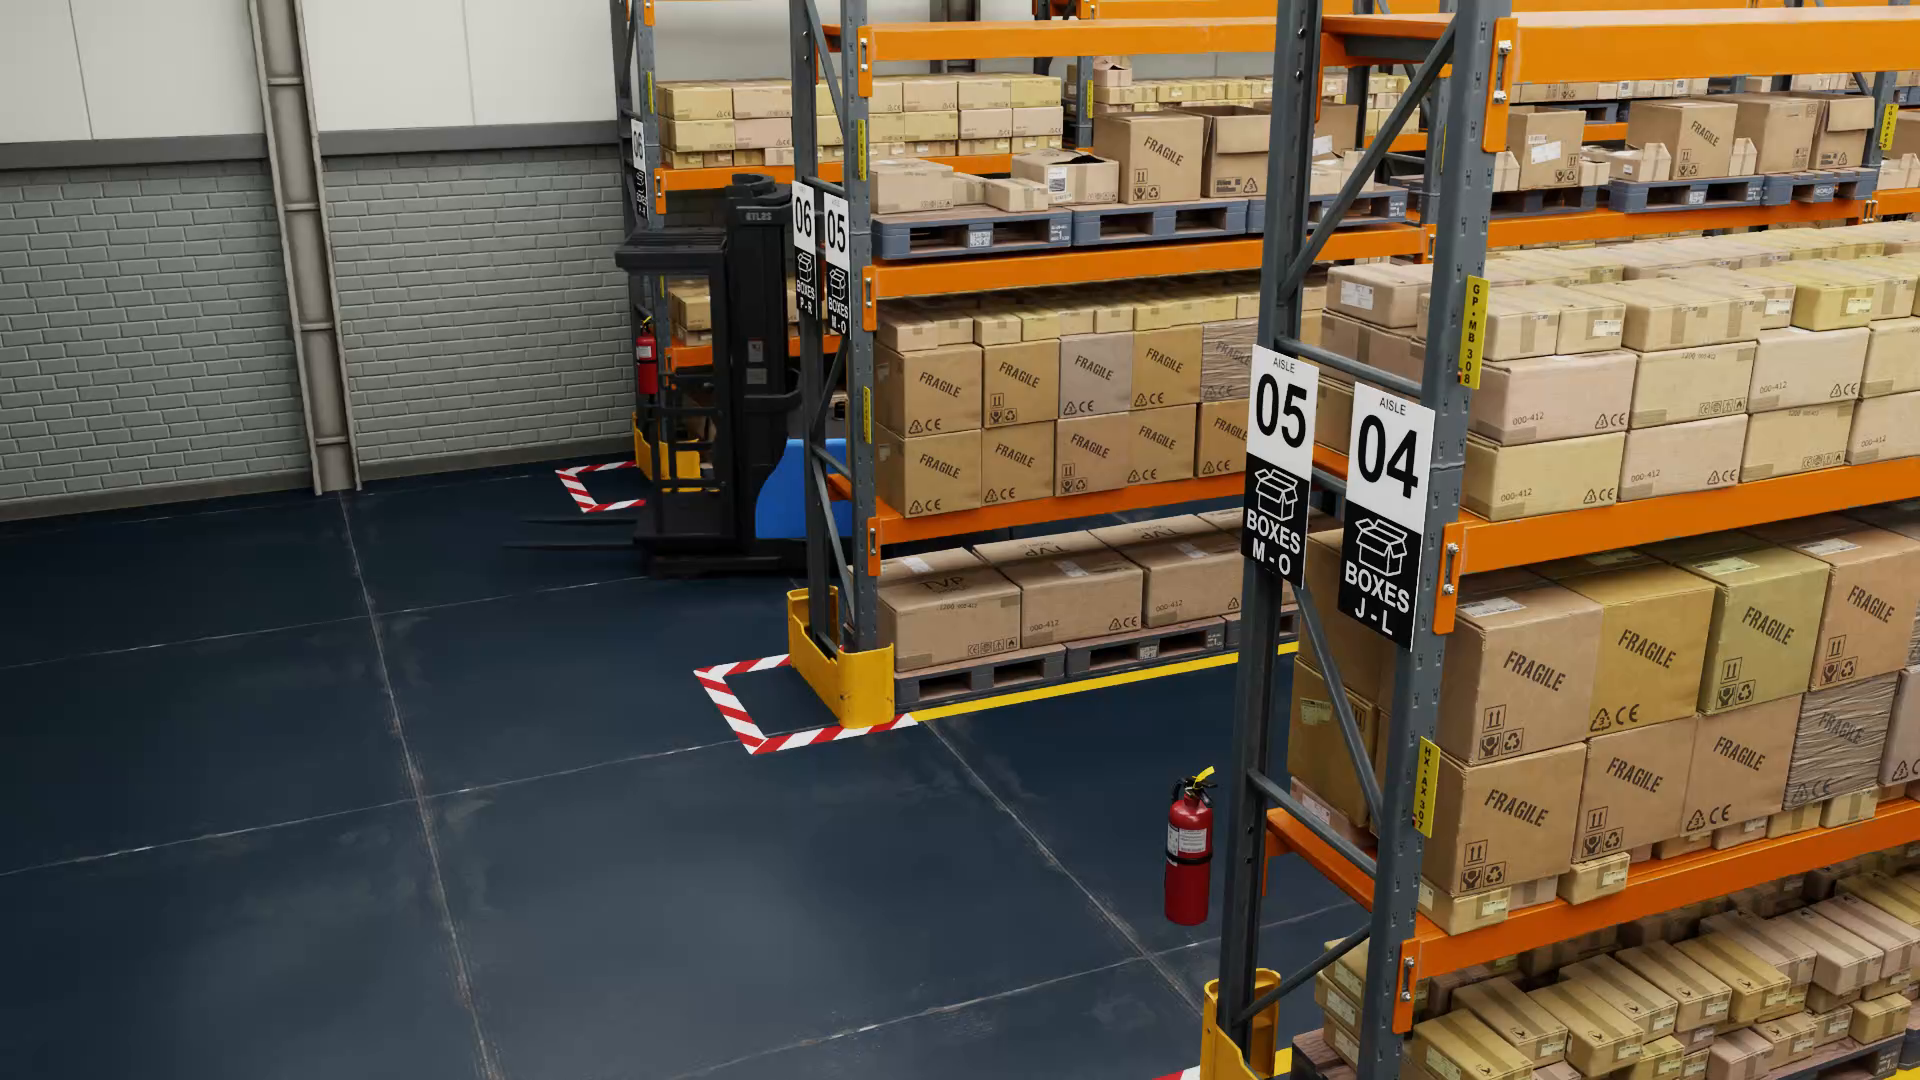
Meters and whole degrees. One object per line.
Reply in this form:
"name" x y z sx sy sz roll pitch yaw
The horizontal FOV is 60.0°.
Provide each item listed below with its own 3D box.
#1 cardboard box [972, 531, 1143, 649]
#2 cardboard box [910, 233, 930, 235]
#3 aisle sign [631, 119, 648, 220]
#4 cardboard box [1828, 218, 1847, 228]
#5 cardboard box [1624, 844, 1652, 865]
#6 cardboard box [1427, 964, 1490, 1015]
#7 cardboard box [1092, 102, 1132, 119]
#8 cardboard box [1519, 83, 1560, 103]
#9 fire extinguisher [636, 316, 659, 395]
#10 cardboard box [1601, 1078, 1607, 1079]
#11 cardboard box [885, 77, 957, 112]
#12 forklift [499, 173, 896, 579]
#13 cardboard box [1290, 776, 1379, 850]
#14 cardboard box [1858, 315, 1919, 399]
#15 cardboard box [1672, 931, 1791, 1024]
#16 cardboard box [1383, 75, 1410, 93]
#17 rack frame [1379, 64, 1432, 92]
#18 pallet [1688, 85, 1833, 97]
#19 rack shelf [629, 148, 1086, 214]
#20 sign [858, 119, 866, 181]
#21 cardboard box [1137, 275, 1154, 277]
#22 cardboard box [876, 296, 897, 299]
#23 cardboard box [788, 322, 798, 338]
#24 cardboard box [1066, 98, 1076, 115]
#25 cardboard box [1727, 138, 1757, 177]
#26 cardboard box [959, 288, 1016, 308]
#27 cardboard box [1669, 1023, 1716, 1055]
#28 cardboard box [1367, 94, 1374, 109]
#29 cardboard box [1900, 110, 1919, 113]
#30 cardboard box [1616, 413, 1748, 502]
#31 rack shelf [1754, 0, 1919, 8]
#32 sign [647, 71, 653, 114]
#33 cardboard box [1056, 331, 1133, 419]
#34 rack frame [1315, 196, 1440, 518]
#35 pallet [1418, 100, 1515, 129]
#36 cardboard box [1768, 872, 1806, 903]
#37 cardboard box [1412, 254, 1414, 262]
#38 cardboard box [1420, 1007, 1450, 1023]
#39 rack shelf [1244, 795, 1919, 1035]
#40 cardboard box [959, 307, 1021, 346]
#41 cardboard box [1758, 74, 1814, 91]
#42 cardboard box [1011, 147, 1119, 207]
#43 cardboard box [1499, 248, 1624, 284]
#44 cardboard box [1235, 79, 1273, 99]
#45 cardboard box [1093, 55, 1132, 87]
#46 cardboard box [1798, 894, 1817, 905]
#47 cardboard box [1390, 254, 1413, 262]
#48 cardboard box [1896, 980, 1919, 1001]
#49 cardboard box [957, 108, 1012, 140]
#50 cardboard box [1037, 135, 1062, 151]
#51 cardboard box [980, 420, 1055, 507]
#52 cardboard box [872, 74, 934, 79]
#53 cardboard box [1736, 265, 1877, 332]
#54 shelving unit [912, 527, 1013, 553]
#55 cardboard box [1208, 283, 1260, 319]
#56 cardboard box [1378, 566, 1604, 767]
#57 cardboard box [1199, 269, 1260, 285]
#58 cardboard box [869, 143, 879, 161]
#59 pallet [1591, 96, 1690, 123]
"cardboard box" 0.650 0.322 11.316 0.875 0.438 0.875 -8 21 -20
"cardboard box" -0.523 -2.796 15.595 0.500 0.500 0.500 -9 21 -23
"aisle sign" -2.670 -3.089 13.864 0.004 0.787 0.394 -8 21 -22
"cardboard box" 10.212 -3.766 19.551 0.500 0.500 0.500 -8 21 -22
"cardboard box" 2.396 1.083 6.308 0.250 0.149 0.380 -7 21 -19
"cardboard box" 1.939 1.752 6.795 0.250 0.149 0.380 -8 21 -21
"cardboard box" 1.381 -3.947 15.295 0.250 0.149 0.380 -8 21 -21
"cardboard box" 5.808 -4.839 17.298 0.500 0.500 0.700 -9 21 -23
"fire extinguisher" -2.675 -1.589 14.195 0.183 0.674 0.296 -8 21 -22
"cardboard box" 2.341 2.129 6.618 0.250 0.149 0.380 -8 21 -21
"cardboard box" -0.350 -3.934 14.688 0.500 0.250 0.500 -8 21 -21
"forklift" -2.031 -1.264 12.698 3.031 2.935 1.130 -1 19 -3
"cardboard box" 1.487 1.038 6.437 0.250 0.149 0.380 -8 21 -22
"cardboard box" 3.217 -0.709 5.976 0.500 0.250 0.500 -9 21 -24
"cardboard box" 3.116 1.770 6.744 0.250 0.149 0.380 -8 21 -21
"cardboard box" 4.424 -4.551 16.591 0.250 0.149 0.380 -7 21 -20
"rack frame" 4.622 -5.843 16.568 0.127 3.000 1.000 -8 21 -22
"pallet" 9.068 -5.033 18.917 1.213 0.211 1.003 -8 21 -22
"rack shelf" -0.887 -3.300 14.944 4.000 0.370 1.077 -8 21 -22
"sign" -0.539 -2.143 9.139 0.005 0.325 0.100 -8 21 -22
"cardboard box" 1.482 -2.728 15.971 0.500 0.500 0.700 -8 21 -21
"cardboard box" -0.812 -2.216 15.078 0.500 0.250 0.500 -9 21 -23
"cardboard box" -1.614 -1.910 14.807 0.250 0.149 0.380 -7 21 -20
"cardboard box" 1.200 -4.090 15.701 0.250 0.149 0.380 -8 21 -22
"cardboard box" 5.466 -2.762 11.904 0.258 0.266 0.396 -9 21 -23
"cardboard box" 0.171 -1.502 10.639 0.250 0.149 0.380 -8 21 -21
"cardboard box" 2.831 1.921 6.761 0.250 0.149 0.380 -9 21 -25
"cardboard box" 3.895 -4.371 16.528 0.250 0.149 0.380 -8 21 -21
"cardboard box" 7.981 -3.173 13.346 0.637 0.503 0.797 -8 21 -22
"cardboard box" 2.299 -0.345 5.695 0.500 0.250 0.500 -7 21 -20
"rack shelf" 10.132 -6.105 18.996 4.000 0.370 1.077 -8 21 -22
"sign" -2.508 -3.623 13.463 0.005 0.325 0.100 -8 21 -22
"cardboard box" 0.741 -1.083 10.426 0.500 0.500 0.500 -8 21 -22
"rack frame" 2.919 -0.974 11.773 0.127 3.000 1.000 -8 21 -22
"pallet" 5.210 -4.456 17.429 1.003 0.211 1.213 -7 21 -19
"cardboard box" 3.589 1.486 7.549 0.250 0.149 0.380 -8 21 -21
"cardboard box" 5.127 -2.927 17.544 0.500 0.250 0.500 -8 21 -22
"cardboard box" 1.933 1.880 6.879 0.250 0.149 0.380 -9 21 -23
"rack shelf" 3.136 1.124 6.896 4.000 0.370 1.077 -8 21 -22
"cardboard box" 0.178 -1.291 10.038 0.250 0.149 0.380 -7 21 -20
"cardboard box" 9.156 -5.193 18.589 0.500 0.311 0.500 -8 21 -21
"cardboard box" 0.641 -2.248 10.224 0.500 0.311 0.500 -8 21 -21
"cardboard box" 2.189 -0.958 6.081 0.250 0.149 0.380 -8 21 -21
"cardboard box" 2.788 -4.295 15.836 0.250 0.149 0.380 -8 21 -22
"cardboard box" 1.364 -4.298 15.219 0.258 0.266 0.396 -8 21 -22
"cardboard box" 3.858 1.617 7.626 0.250 0.149 0.380 -9 21 -25
"cardboard box" 4.934 -3.080 17.979 0.500 0.250 0.500 -9 21 -23
"cardboard box" 3.969 1.885 7.313 0.250 0.149 0.380 -9 21 -23
"cardboard box" 0.133 -3.761 14.947 0.500 0.250 0.500 -9 21 -24
"cardboard box" 0.737 -3.646 15.224 0.250 0.149 0.380 -8 21 -22
"cardboard box" 0.254 -0.546 10.405 0.500 0.500 0.500 -8 21 -23
"cardboard box" -0.553 -4.090 15.129 0.500 0.250 0.500 -8 21 -23
"cardboard box" 2.905 -0.838 5.742 0.250 0.149 0.380 -7 21 -20
"shelving unit" 0.006 -0.708 13.275 0.755 1.500 0.431 -8 21 -22
"cardboard box" 1.804 -1.547 10.768 0.250 0.149 0.380 -8 21 -22
"cardboard box" 1.817 0.411 5.735 0.500 0.500 0.500 -8 21 -22
"cardboard box" 1.827 -1.738 11.308 0.250 0.149 0.380 -8 21 -22
"cardboard box" -0.892 -3.401 14.526 0.250 0.149 0.380 -8 21 -22
"pallet" 7.490 -4.745 18.252 1.217 0.209 0.805 -9 21 -24
